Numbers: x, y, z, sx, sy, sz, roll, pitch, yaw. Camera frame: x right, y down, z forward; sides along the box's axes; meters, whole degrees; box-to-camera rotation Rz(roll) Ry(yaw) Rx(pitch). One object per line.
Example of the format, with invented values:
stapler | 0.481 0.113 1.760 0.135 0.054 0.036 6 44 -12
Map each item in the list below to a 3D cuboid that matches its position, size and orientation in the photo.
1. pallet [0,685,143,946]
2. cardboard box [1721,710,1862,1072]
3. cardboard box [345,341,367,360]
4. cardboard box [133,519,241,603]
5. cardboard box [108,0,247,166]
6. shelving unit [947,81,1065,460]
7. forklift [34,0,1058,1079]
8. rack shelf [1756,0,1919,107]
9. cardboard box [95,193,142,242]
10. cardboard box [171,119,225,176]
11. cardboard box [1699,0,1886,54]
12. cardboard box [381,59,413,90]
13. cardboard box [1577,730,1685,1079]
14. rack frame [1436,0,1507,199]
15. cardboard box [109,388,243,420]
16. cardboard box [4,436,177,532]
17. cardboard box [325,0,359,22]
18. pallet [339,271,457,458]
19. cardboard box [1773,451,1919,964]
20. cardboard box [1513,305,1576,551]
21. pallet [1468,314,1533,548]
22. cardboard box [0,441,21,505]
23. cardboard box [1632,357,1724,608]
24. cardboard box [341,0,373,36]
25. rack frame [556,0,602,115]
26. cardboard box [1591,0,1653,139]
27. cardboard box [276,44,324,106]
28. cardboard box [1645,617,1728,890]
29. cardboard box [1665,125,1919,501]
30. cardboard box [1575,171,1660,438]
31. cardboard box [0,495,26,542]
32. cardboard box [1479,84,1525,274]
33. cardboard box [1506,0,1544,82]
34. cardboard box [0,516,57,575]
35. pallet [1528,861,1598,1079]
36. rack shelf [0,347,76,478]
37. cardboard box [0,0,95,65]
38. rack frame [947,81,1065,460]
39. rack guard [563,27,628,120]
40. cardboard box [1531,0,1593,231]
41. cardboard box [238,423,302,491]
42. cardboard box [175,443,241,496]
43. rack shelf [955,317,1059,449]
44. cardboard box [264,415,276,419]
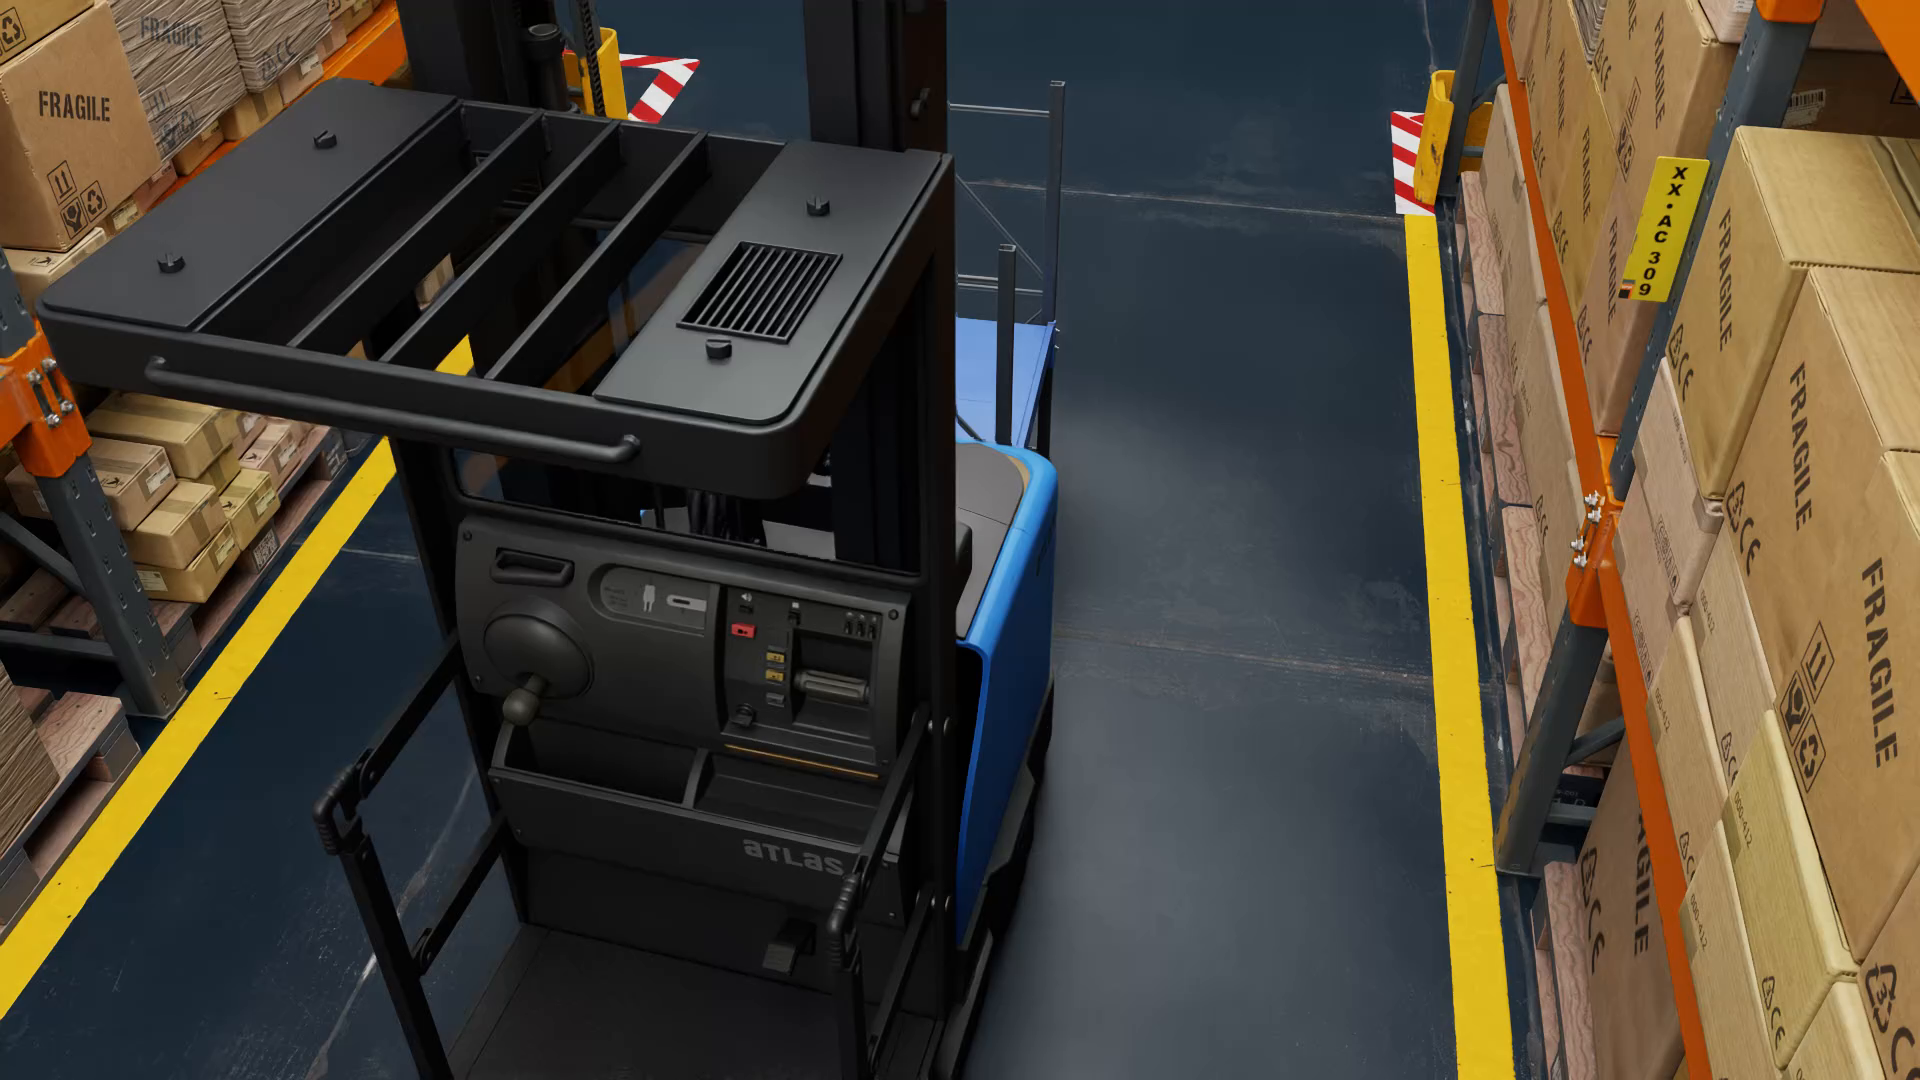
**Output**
pallet | -3.034 0.870 4.532 1.003 0.211 1.213 6 40 8
cardboard box | 1.463 0.543 2.464 0.500 0.250 0.500 7 40 8
cardboard box | -2.336 -0.769 6.233 0.380 0.149 0.250 5 40 6
cardboard box | -2.521 0.050 5.243 0.380 0.149 0.250 5 40 6
cardboard box | -2.488 -1.441 4.827 0.500 0.500 0.500 6 40 8
shelving unit | -0.015 -0.524 5.207 0.538 1.500 1.048 6 40 8
forklift | -0.610 0.293 3.095 1.130 2.935 3.031 10 41 12
rack shelf | 1.647 0.165 1.407 1.077 0.370 4.000 6 40 8
cardboard box | -2.557 -0.909 4.692 0.380 0.149 0.250 7 40 9
cardboard box | -2.510 -1.252 5.107 0.380 0.149 0.250 5 40 6
cardboard box | 1.732 -1.113 3.370 0.380 0.149 0.250 6 40 7
cardboard box | -2.563 -2.019 7.278 0.380 0.149 0.250 7 40 8
cardboard box | 1.964 0.844 3.713 0.875 0.875 0.875 8 40 9
rack frame | 2.685 -2.721 6.688 1.000 3.000 0.127 6 40 8
cardboard box | -2.535 -0.510 5.453 0.380 0.149 0.250 6 40 7
cardboard box | -2.637 -0.179 5.054 0.380 0.149 0.250 8 40 9
cardboard box | -2.301 -2.093 5.615 0.500 0.500 0.500 8 40 10
pallet | -2.610 -0.812 6.567 1.003 0.211 1.213 6 40 8
cardboard box | 1.483 0.246 2.235 0.500 0.500 0.500 5 40 7
cardboard box | 2.361 -0.330 5.476 0.875 0.438 0.875 5 40 6
pallet | 2.410 -0.373 6.035 1.003 0.211 1.213 6 40 8
cardboard box | -3.095 -0.238 5.125 0.380 0.149 0.250 7 40 9
cardboard box | 1.639 -0.101 3.243 0.500 0.250 0.500 5 40 6
cardboard box | -2.326 -1.904 5.896 0.380 0.149 0.250 7 40 8
rack frame | -2.208 -3.204 7.271 1.000 3.000 0.127 6 40 8
cardboard box | 1.898 -1.279 4.080 0.500 0.500 0.500 6 40 7
cardboard box | -2.349 -1.570 5.492 0.380 0.149 0.250 8 40 10
cardboard box | 1.568 0.419 3.007 0.500 0.250 0.500 5 40 7
cardboard box | 1.633 -0.391 3.005 0.500 0.500 0.500 7 40 8
cardboard box | 1.821 -0.569 4.006 0.500 0.500 0.500 7 40 8
cardboard box | -3.159 -0.104 5.196 0.380 0.149 0.250 7 40 9
cardboard box | 2.669 -1.471 6.856 0.875 0.438 0.875 5 40 6
cardboard box | 2.153 -1.853 5.558 0.500 0.500 0.500 6 40 7
cardboard box | -3.168 -0.040 5.353 0.380 0.149 0.250 7 40 8
pallet | 1.933 1.356 3.944 1.003 0.211 1.213 6 40 8
rack shelf | -3.246 0.839 2.946 1.077 0.370 4.000 6 40 8
cardboard box | -2.582 -1.488 4.100 0.500 0.500 0.500 7 40 9
rack frame | 0.073 -0.844 5.593 0.500 1.500 0.032 6 40 8
rack guard | -2.221 -2.193 8.010 1.175 0.500 0.348 6 40 8
cardboard box | 1.977 -1.210 4.781 0.500 0.500 0.500 6 40 7
cardboard box | -2.483 -0.279 5.641 0.380 0.149 0.250 6 40 7
cardboard box | -2.567 -0.232 5.351 0.380 0.149 0.250 7 40 8
rack shelf | -0.015 -0.386 5.322 0.538 0.185 1.000 6 40 8
cardboard box | -2.511 -0.558 5.745 0.380 0.149 0.250 4 40 5
